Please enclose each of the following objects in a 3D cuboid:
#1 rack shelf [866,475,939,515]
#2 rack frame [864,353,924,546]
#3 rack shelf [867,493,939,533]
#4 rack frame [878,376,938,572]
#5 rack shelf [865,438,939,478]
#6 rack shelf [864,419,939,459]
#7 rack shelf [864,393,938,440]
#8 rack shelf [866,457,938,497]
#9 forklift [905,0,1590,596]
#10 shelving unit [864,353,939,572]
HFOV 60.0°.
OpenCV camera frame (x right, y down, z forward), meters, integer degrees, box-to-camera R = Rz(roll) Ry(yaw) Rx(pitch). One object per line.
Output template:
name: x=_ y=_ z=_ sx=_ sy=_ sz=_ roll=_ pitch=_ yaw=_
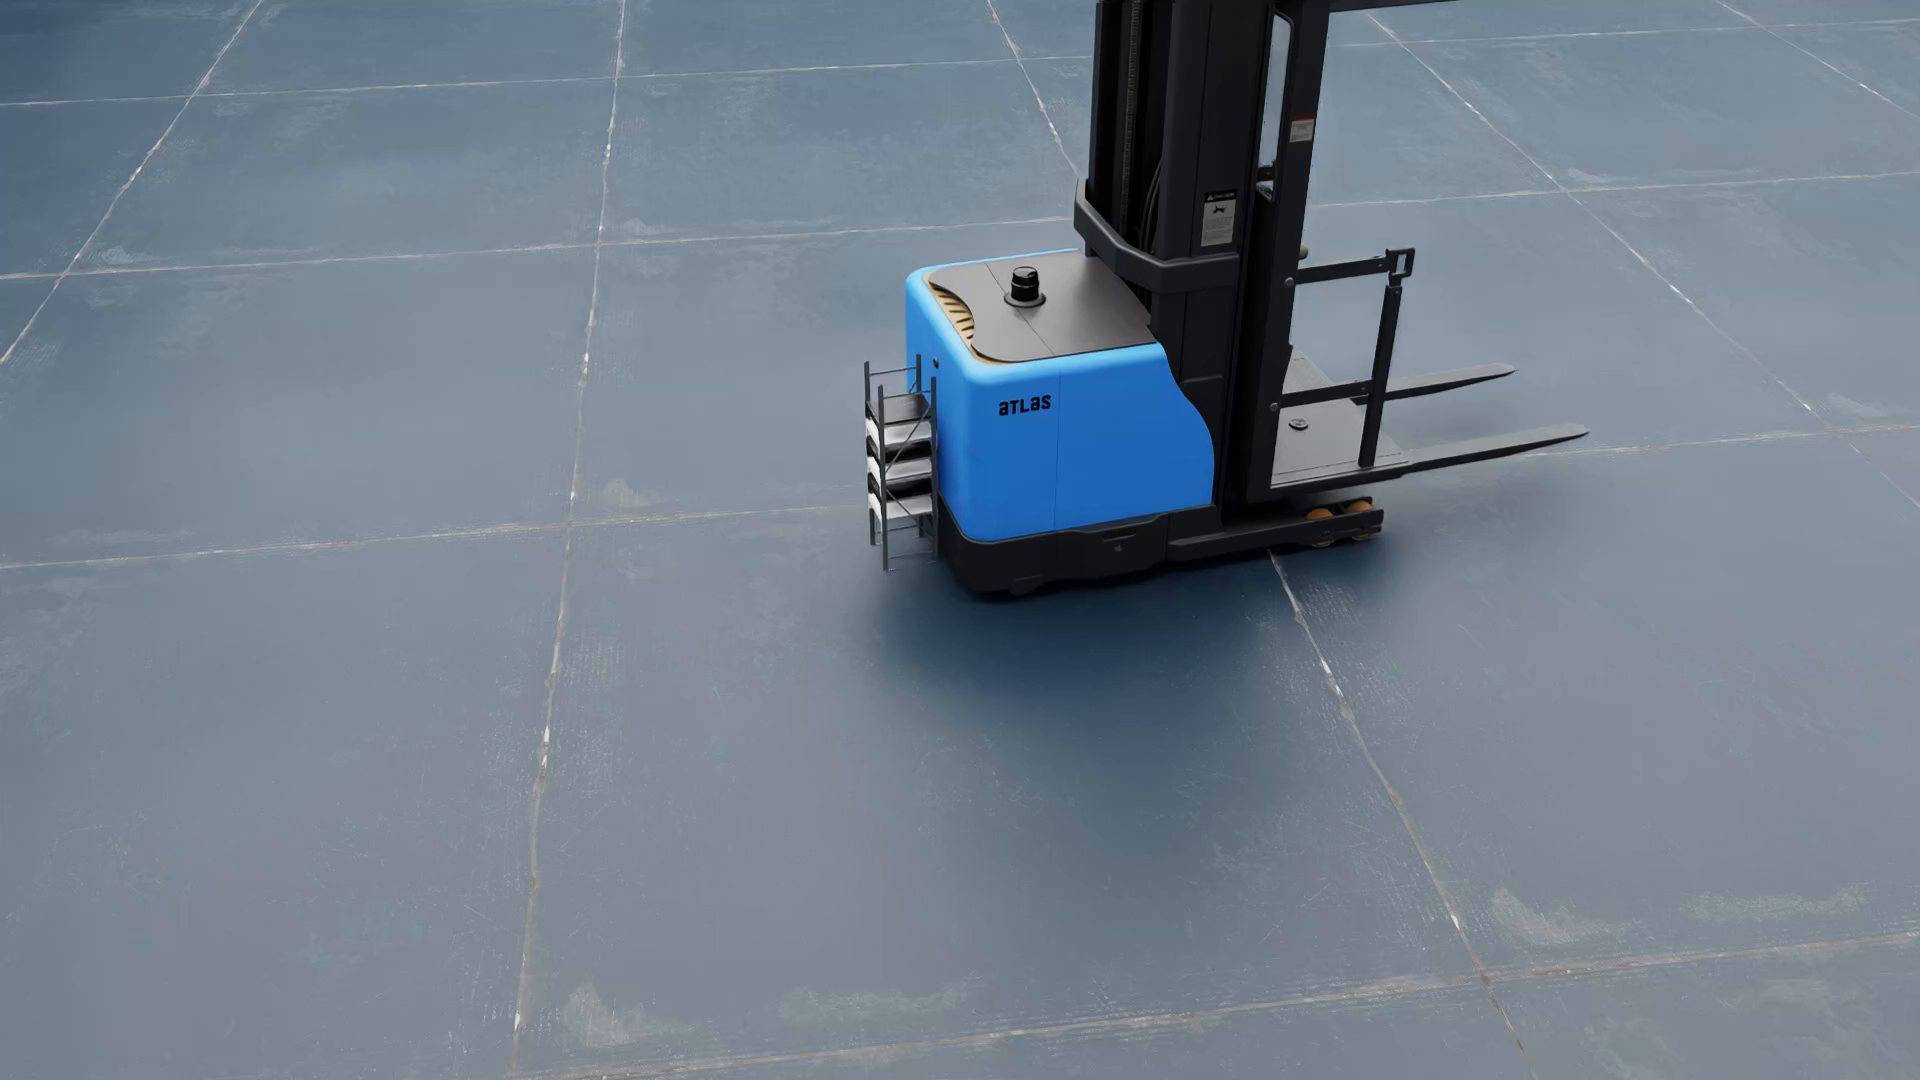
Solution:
rack shelf: x=-0.241 y=-0.210 z=6.978 sx=0.258 sy=0.077 sz=0.200 roll=-10 pitch=36 yaw=-15
rack frame: x=-0.273 y=-0.366 z=6.988 sx=0.240 sy=0.900 sz=0.006 roll=-10 pitch=36 yaw=-15
rack shelf: x=-0.241 y=-0.136 z=7.029 sx=0.258 sy=0.077 sz=0.200 roll=-10 pitch=36 yaw=-15
rack frame: x=-0.210 y=-0.258 z=6.829 sx=0.240 sy=0.900 sz=0.006 roll=-10 pitch=36 yaw=-15
rack shelf: x=-0.241 y=-0.359 z=6.877 sx=0.258 sy=0.077 sz=0.200 roll=-10 pitch=36 yaw=-15
rack shelf: x=-0.241 y=-0.433 z=6.826 sx=0.258 sy=0.077 sz=0.200 roll=-10 pitch=36 yaw=-15
rack shelf: x=-0.241 y=-0.507 z=6.775 sx=0.258 sy=0.077 sz=0.200 roll=-10 pitch=36 yaw=-15
rack shelf: x=-0.241 y=-0.284 z=6.927 sx=0.258 sy=0.077 sz=0.200 roll=-10 pitch=36 yaw=-15
forklift: x=1.329 y=-1.454 z=6.780 sx=3.031 sy=2.935 sz=1.130 roll=-10 pitch=35 yaw=-14
shelving unit: x=-0.241 y=-0.312 z=6.909 sx=0.258 sy=0.900 sz=0.210 roll=-10 pitch=36 yaw=-15
